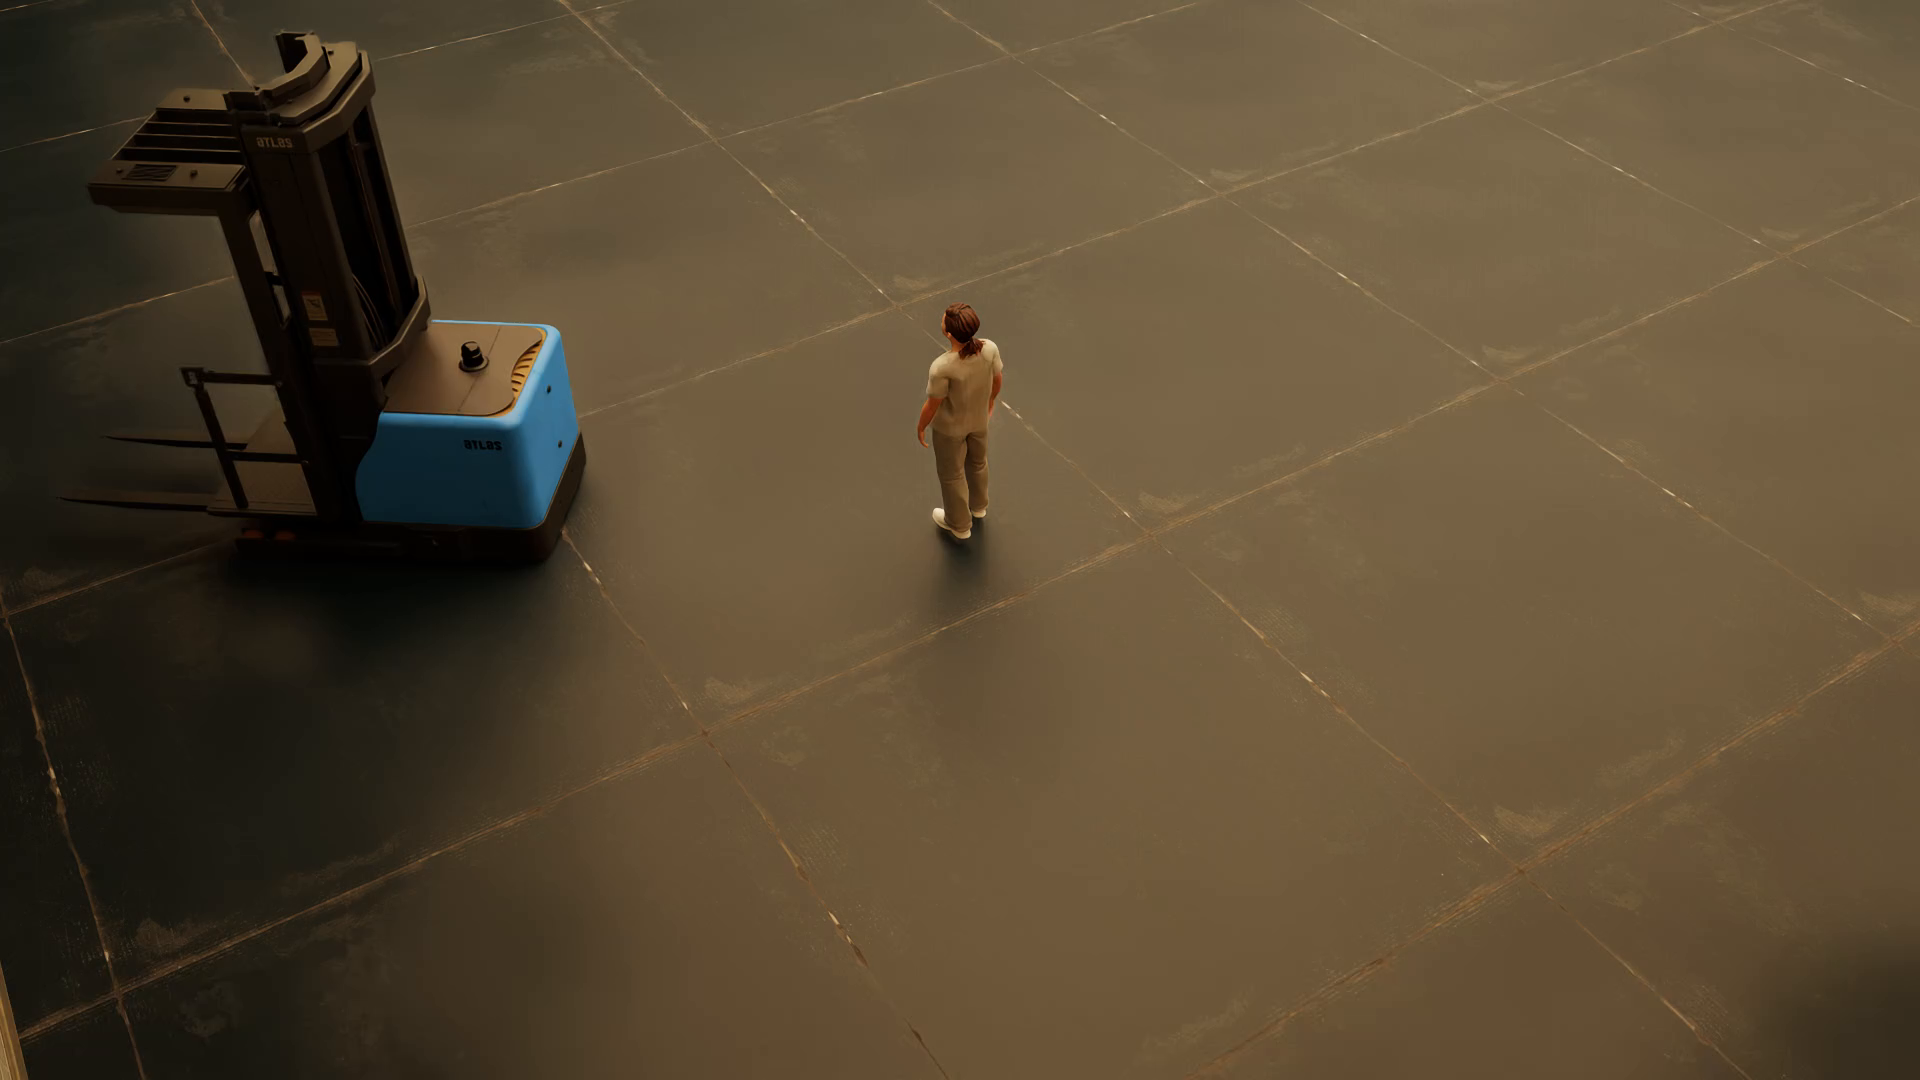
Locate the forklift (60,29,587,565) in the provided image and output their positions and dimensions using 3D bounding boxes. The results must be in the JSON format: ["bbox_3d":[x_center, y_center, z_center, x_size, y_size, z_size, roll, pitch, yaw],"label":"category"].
[{"bbox_3d":[-3.913,-1.340,9.404,3.031,2.935,1.130,3,41,3],"label":"forklift"}]

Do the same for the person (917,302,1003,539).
[{"bbox_3d":[-0.028,-0.712,9.568,0.550,1.675,0.549,-23,46,-24],"label":"person"}]
